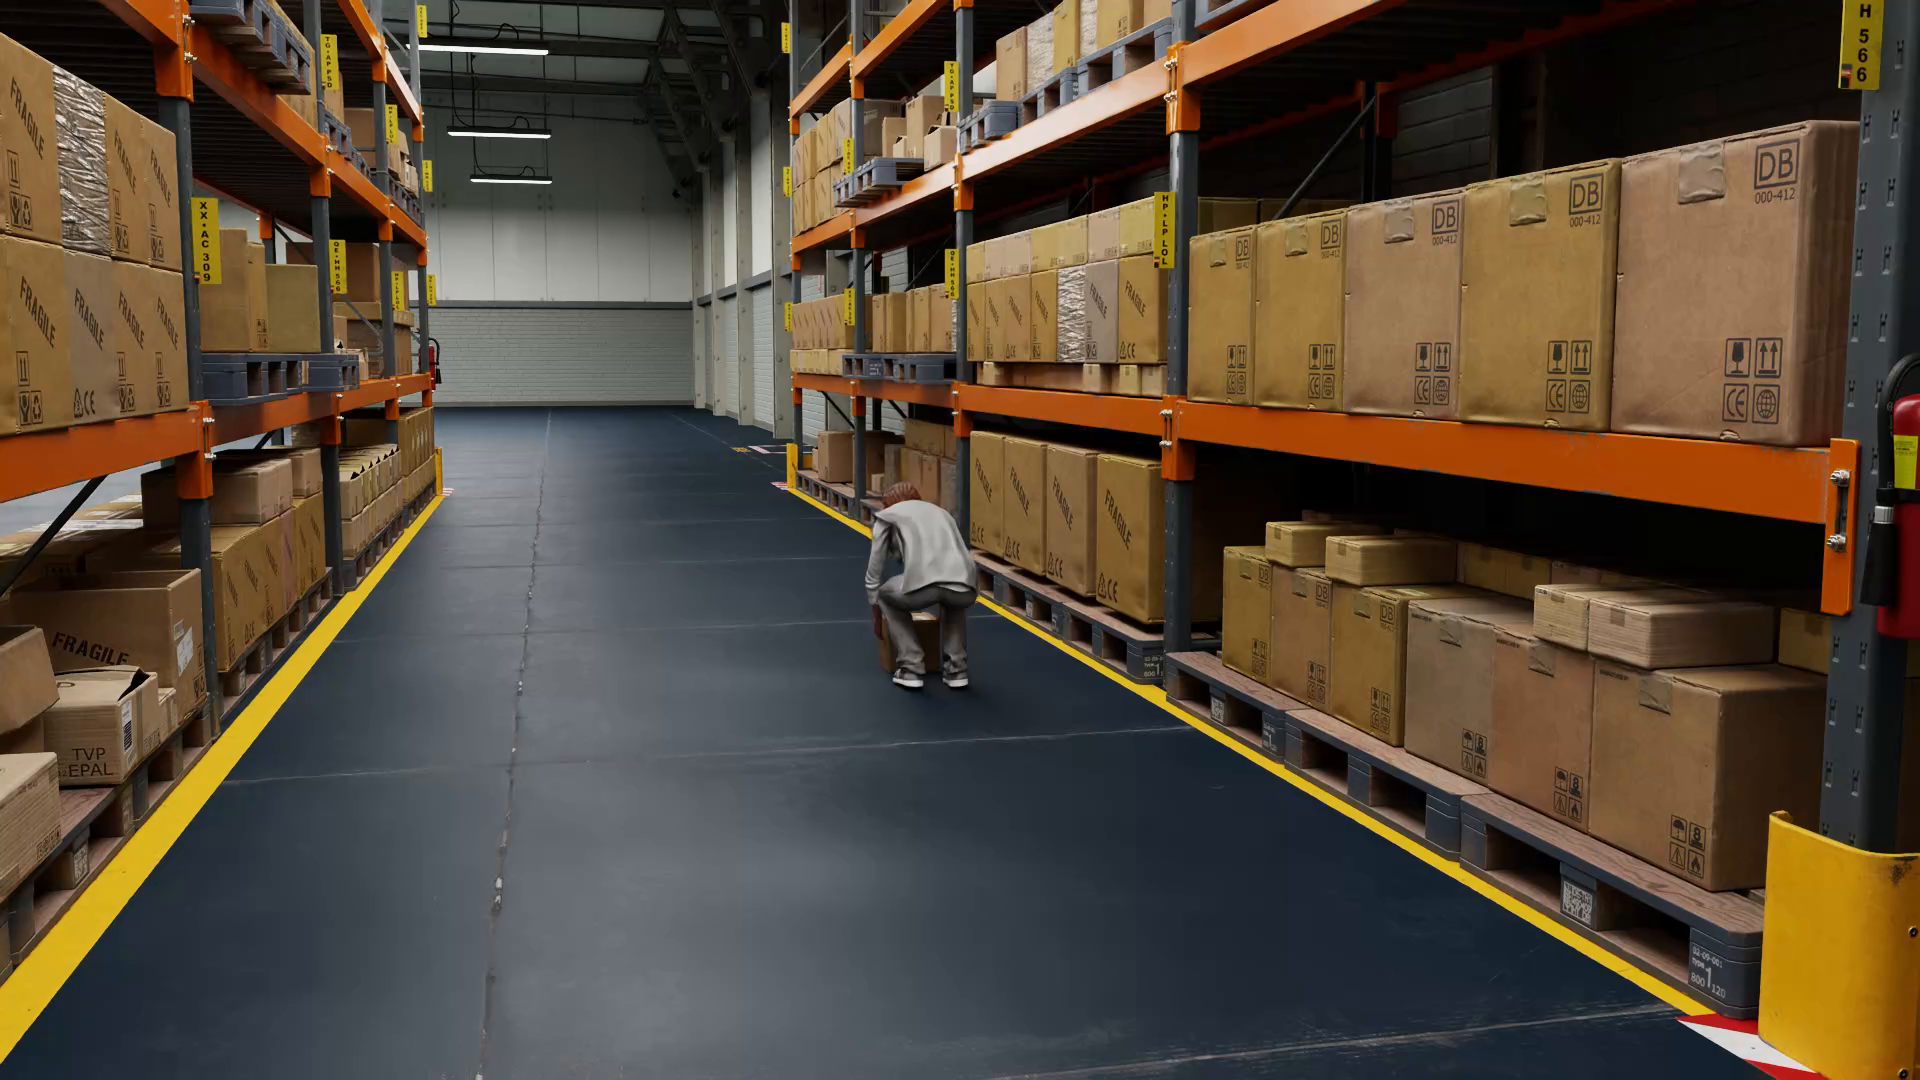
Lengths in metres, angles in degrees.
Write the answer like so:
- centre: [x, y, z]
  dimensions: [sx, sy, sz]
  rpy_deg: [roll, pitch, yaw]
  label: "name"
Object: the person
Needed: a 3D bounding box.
- centre: [-0.176, 0.214, 7.629]
  dimensions: [0.449, 0.898, 0.792]
  rpy_deg: [-1, 7, -13]
  label: "person"
